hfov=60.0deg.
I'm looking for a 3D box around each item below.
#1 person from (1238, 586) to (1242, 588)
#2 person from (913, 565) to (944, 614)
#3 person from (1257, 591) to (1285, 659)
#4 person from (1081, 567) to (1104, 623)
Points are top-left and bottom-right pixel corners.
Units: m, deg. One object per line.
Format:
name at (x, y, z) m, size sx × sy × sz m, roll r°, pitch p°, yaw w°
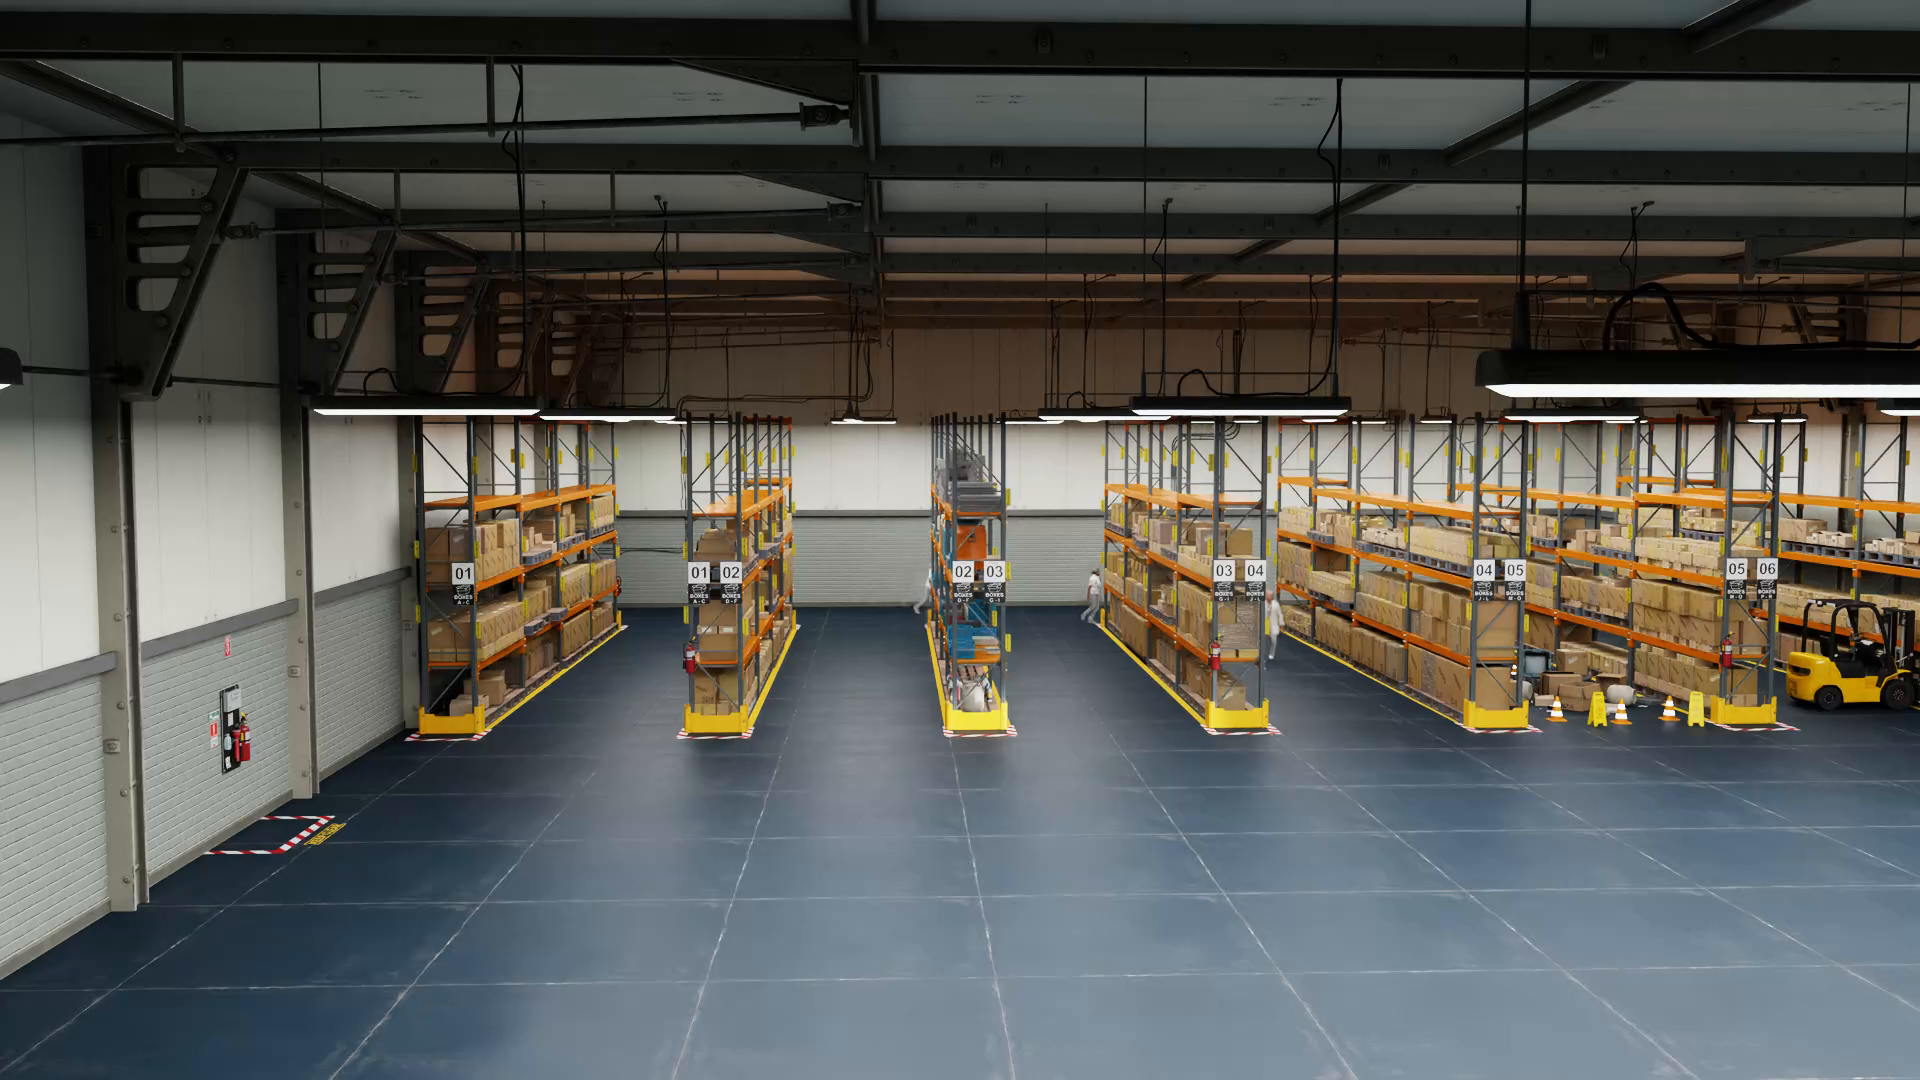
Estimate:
person at (7.859, 1.723, 47.842) m, size 0.619 × 1.543 × 0.670 m, roll 3°, pitch 5°, yaw 38°
person at (-0.918, 1.482, 50.264) m, size 1.046 × 1.718 × 0.747 m, roll 1°, pitch 4°, yaw 13°
person at (7.579, 2.074, 41.045) m, size 0.848 × 1.697 × 0.718 m, roll 1°, pitch 4°, yaw 10°
person at (3.862, 1.612, 48.544) m, size 0.544 × 1.627 × 0.682 m, roll 2°, pitch 4°, yaw 30°
